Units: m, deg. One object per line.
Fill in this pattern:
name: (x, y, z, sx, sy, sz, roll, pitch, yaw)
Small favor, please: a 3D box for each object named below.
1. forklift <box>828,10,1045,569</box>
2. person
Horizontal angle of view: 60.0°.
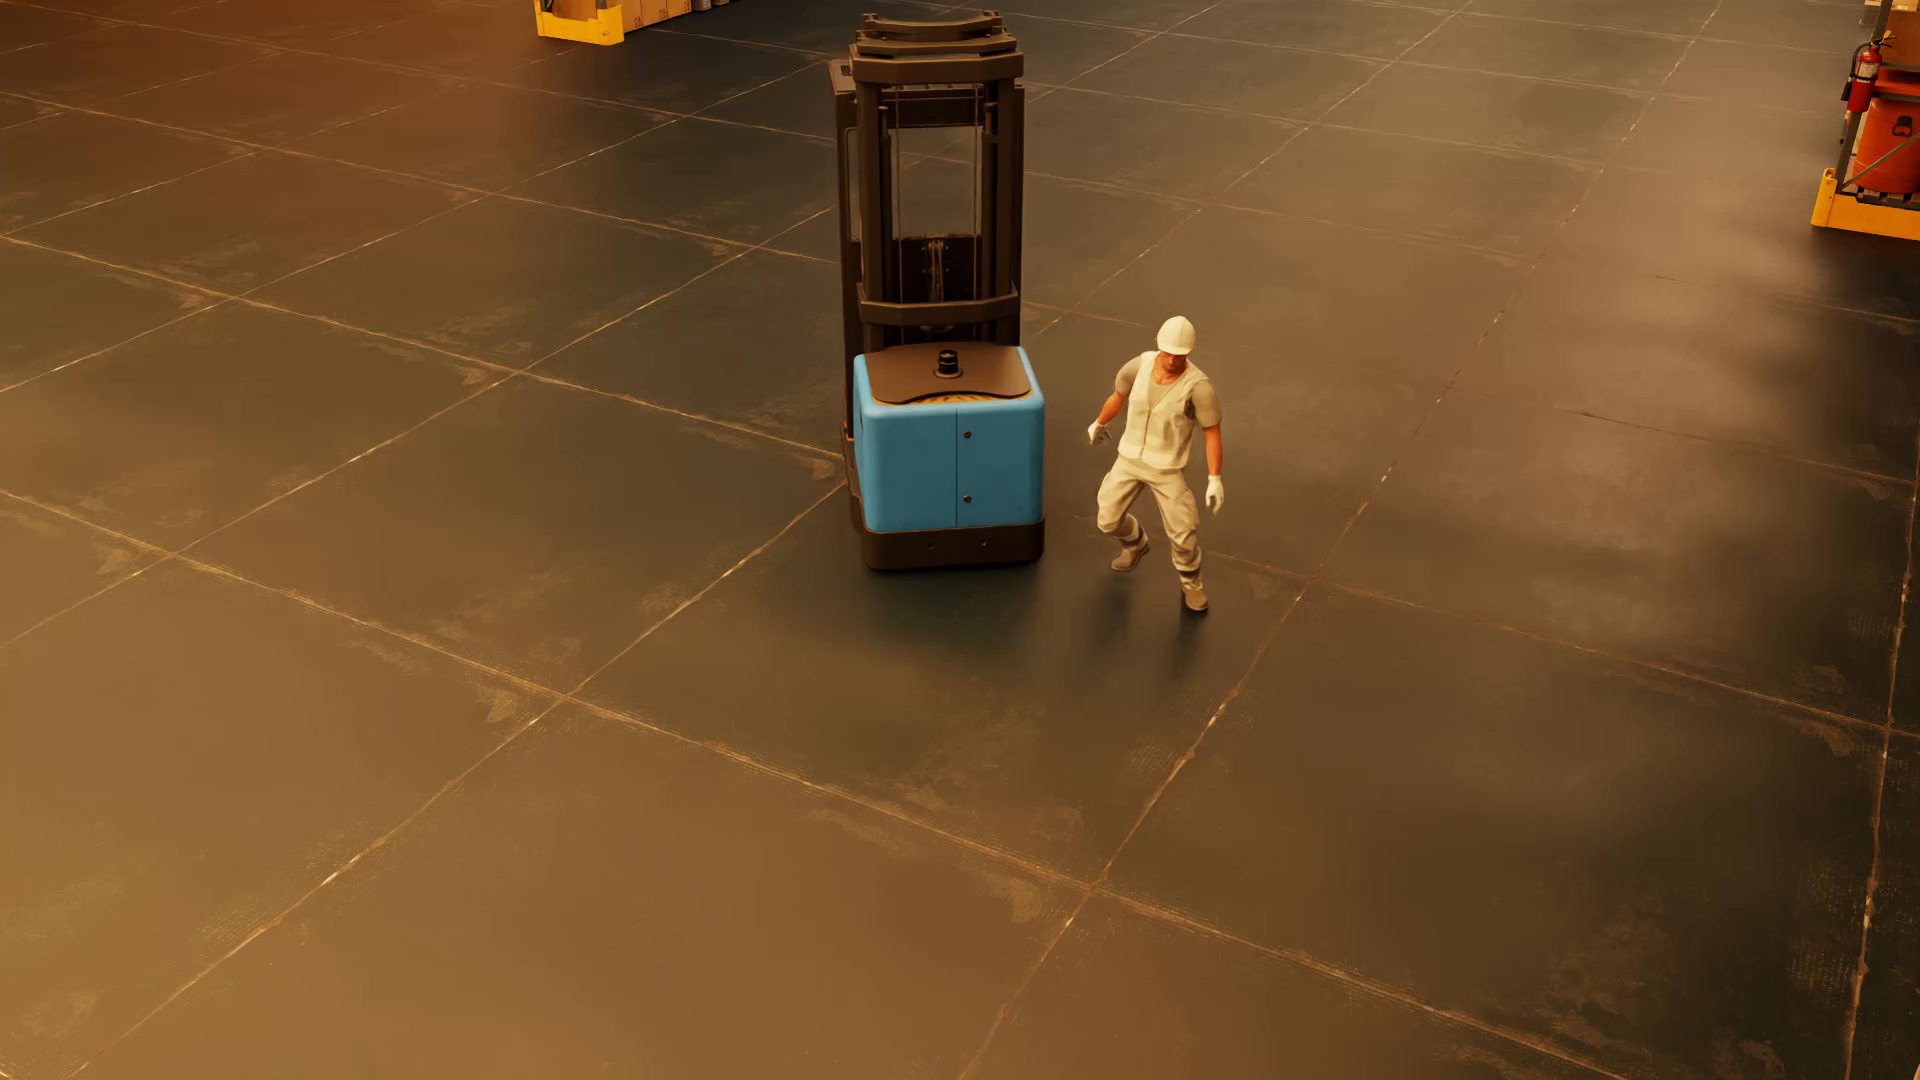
forklift: (-0.205, -1.815, 10.215, 1.130, 2.935, 3.031, -4, 30, -6)
person: (1.070, -0.474, 9.130, 0.912, 1.696, 0.483, 20, 36, 31)
